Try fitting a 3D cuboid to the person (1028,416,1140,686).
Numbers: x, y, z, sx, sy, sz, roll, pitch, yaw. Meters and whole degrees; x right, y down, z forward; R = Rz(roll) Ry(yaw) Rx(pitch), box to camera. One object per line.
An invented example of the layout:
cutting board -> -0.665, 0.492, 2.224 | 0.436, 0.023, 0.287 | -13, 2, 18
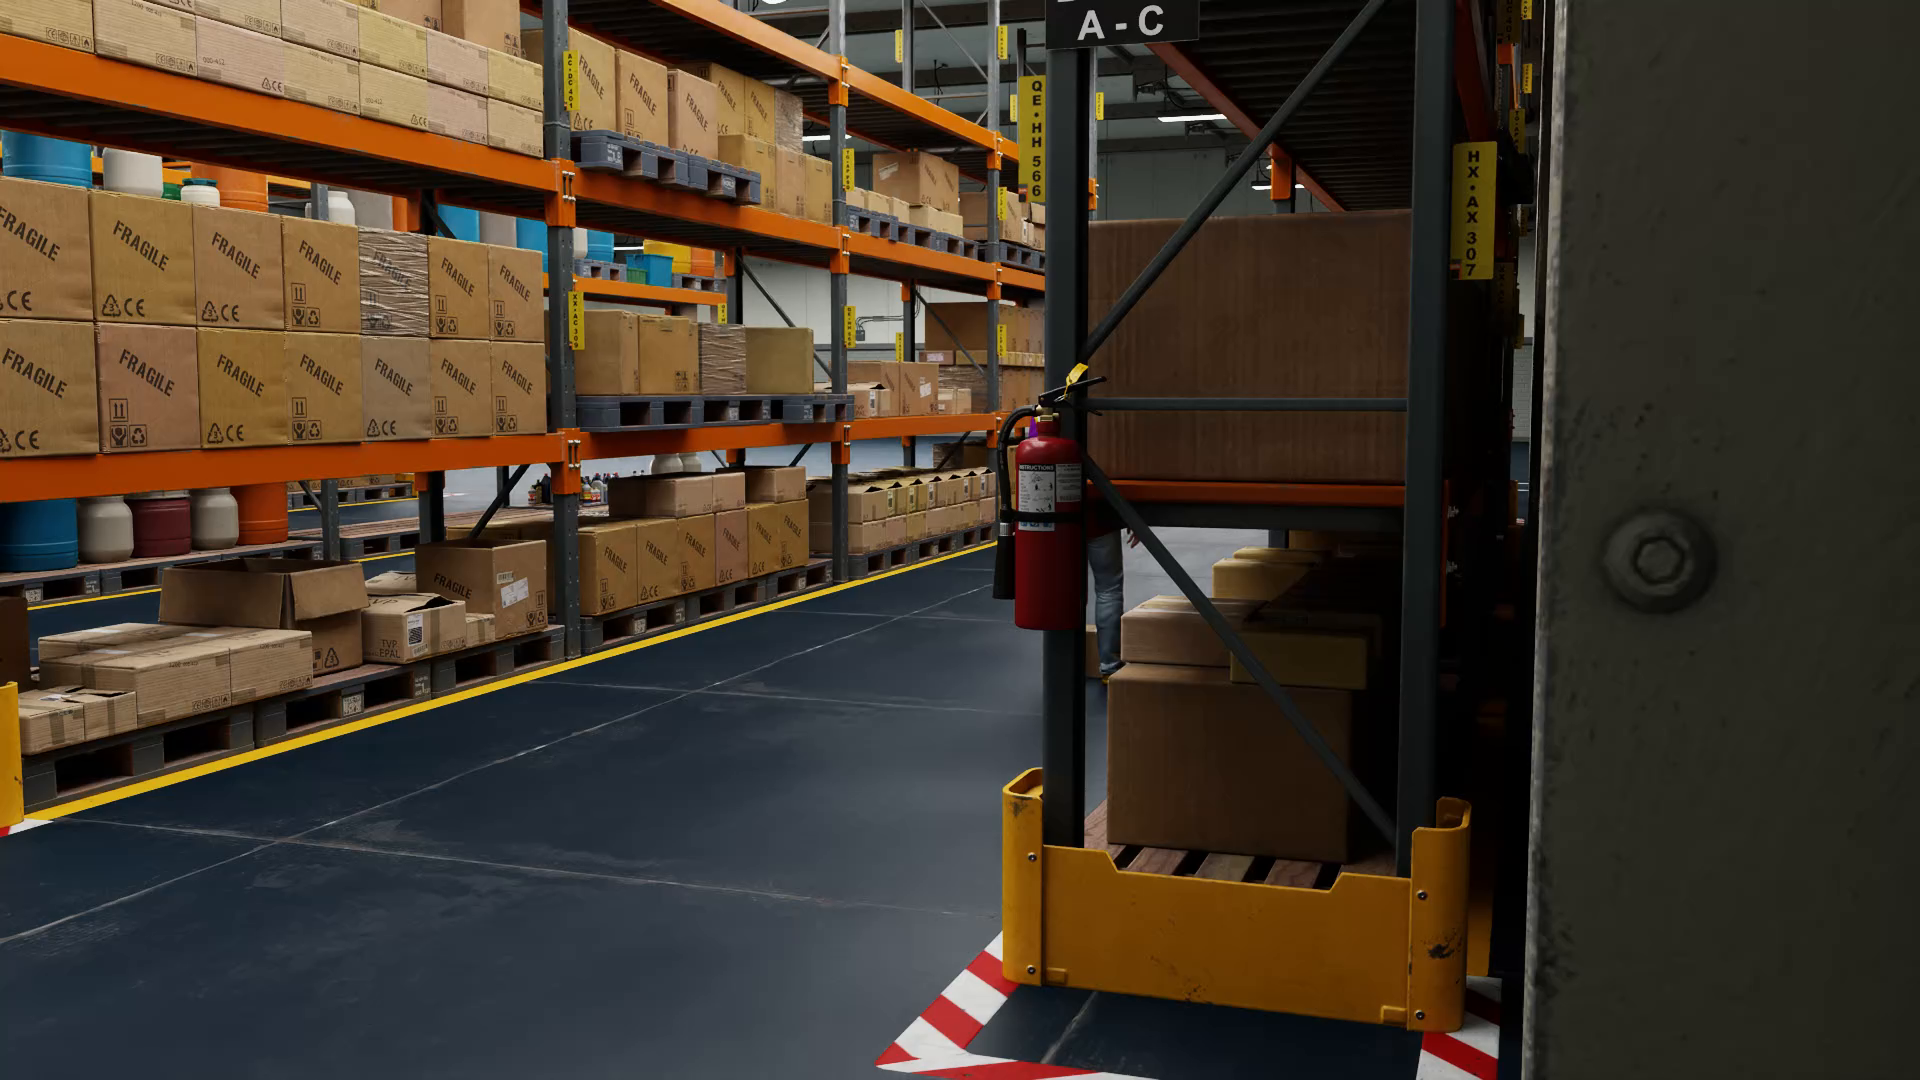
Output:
person -> 0.650, -0.126, 8.794 | 0.636, 1.761, 0.454 | 1, 5, 16
